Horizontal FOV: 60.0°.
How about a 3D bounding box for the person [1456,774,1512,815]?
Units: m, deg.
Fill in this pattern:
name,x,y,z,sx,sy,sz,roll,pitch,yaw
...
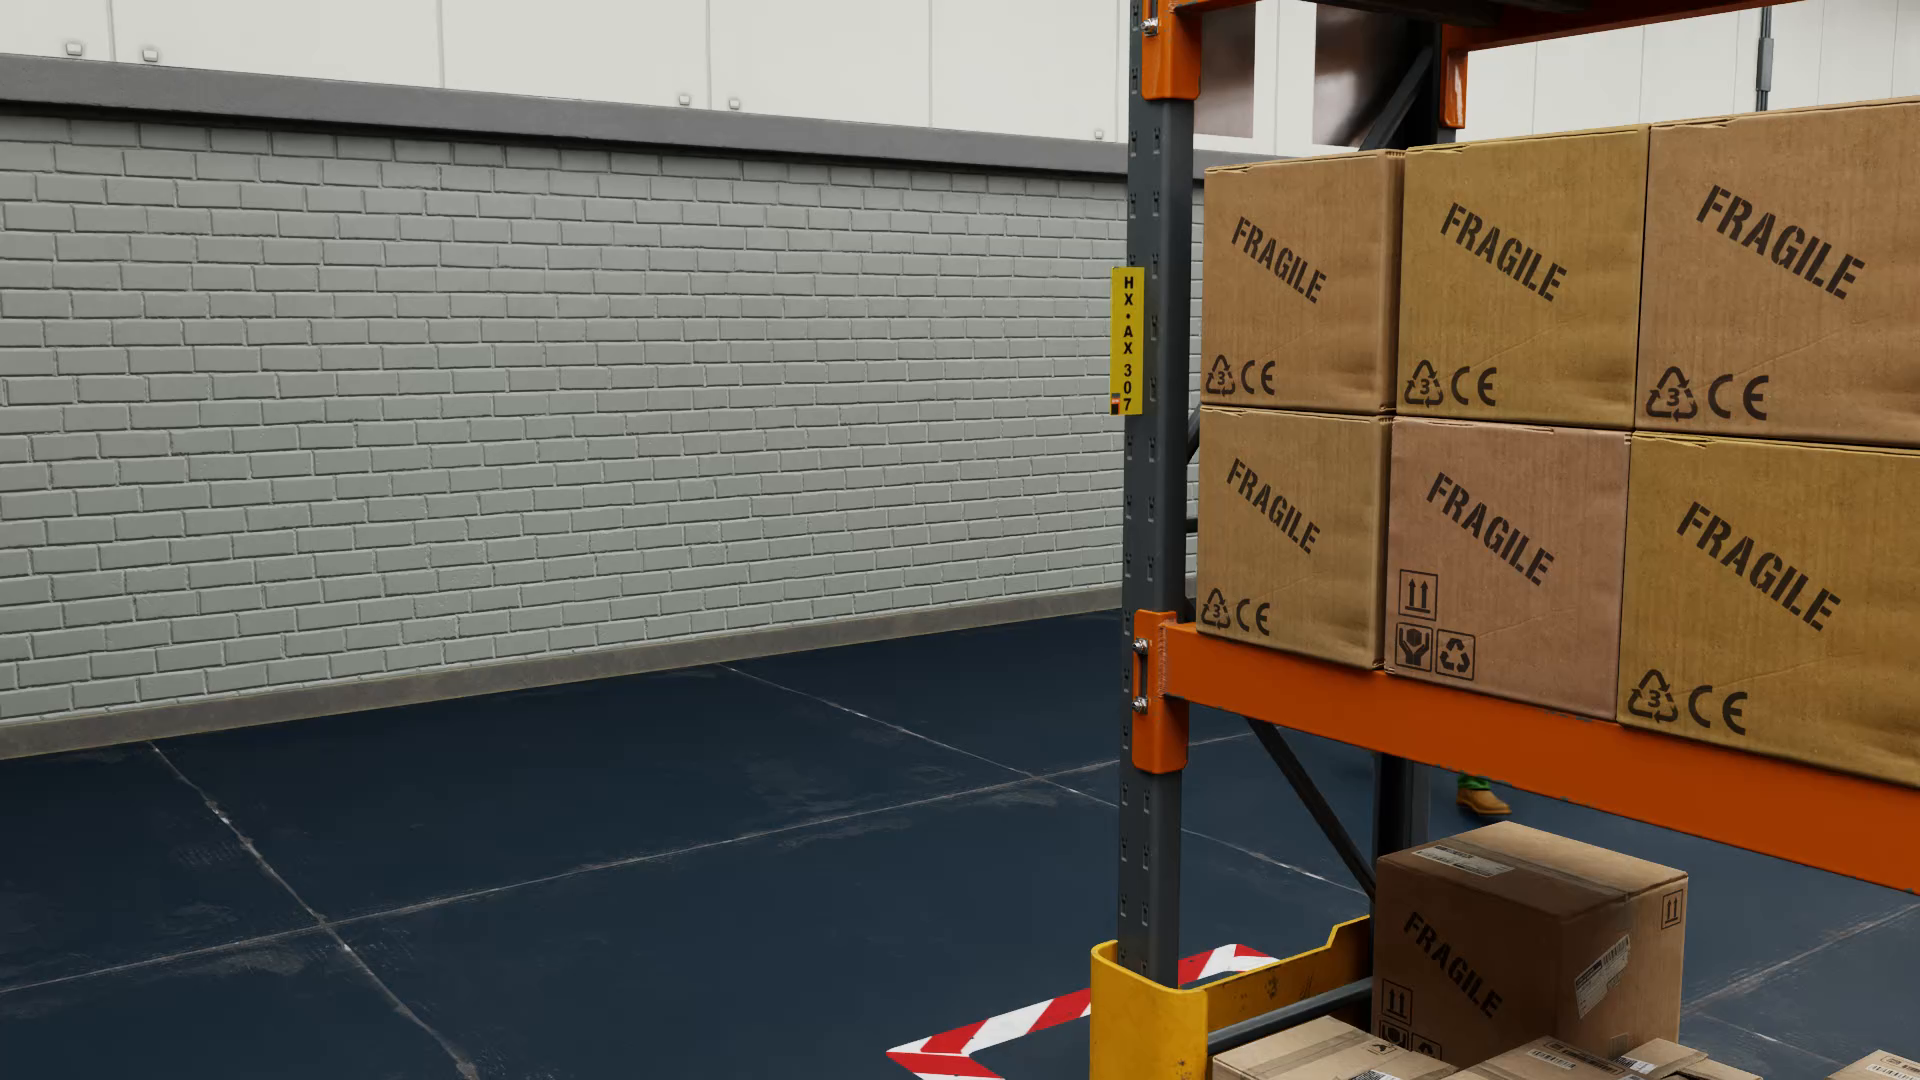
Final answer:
name,x,y,z,sx,sy,sz,roll,pitch,yaw
person,2.029,0.188,6.651,0.537,1.782,0.569,-2,8,-12
